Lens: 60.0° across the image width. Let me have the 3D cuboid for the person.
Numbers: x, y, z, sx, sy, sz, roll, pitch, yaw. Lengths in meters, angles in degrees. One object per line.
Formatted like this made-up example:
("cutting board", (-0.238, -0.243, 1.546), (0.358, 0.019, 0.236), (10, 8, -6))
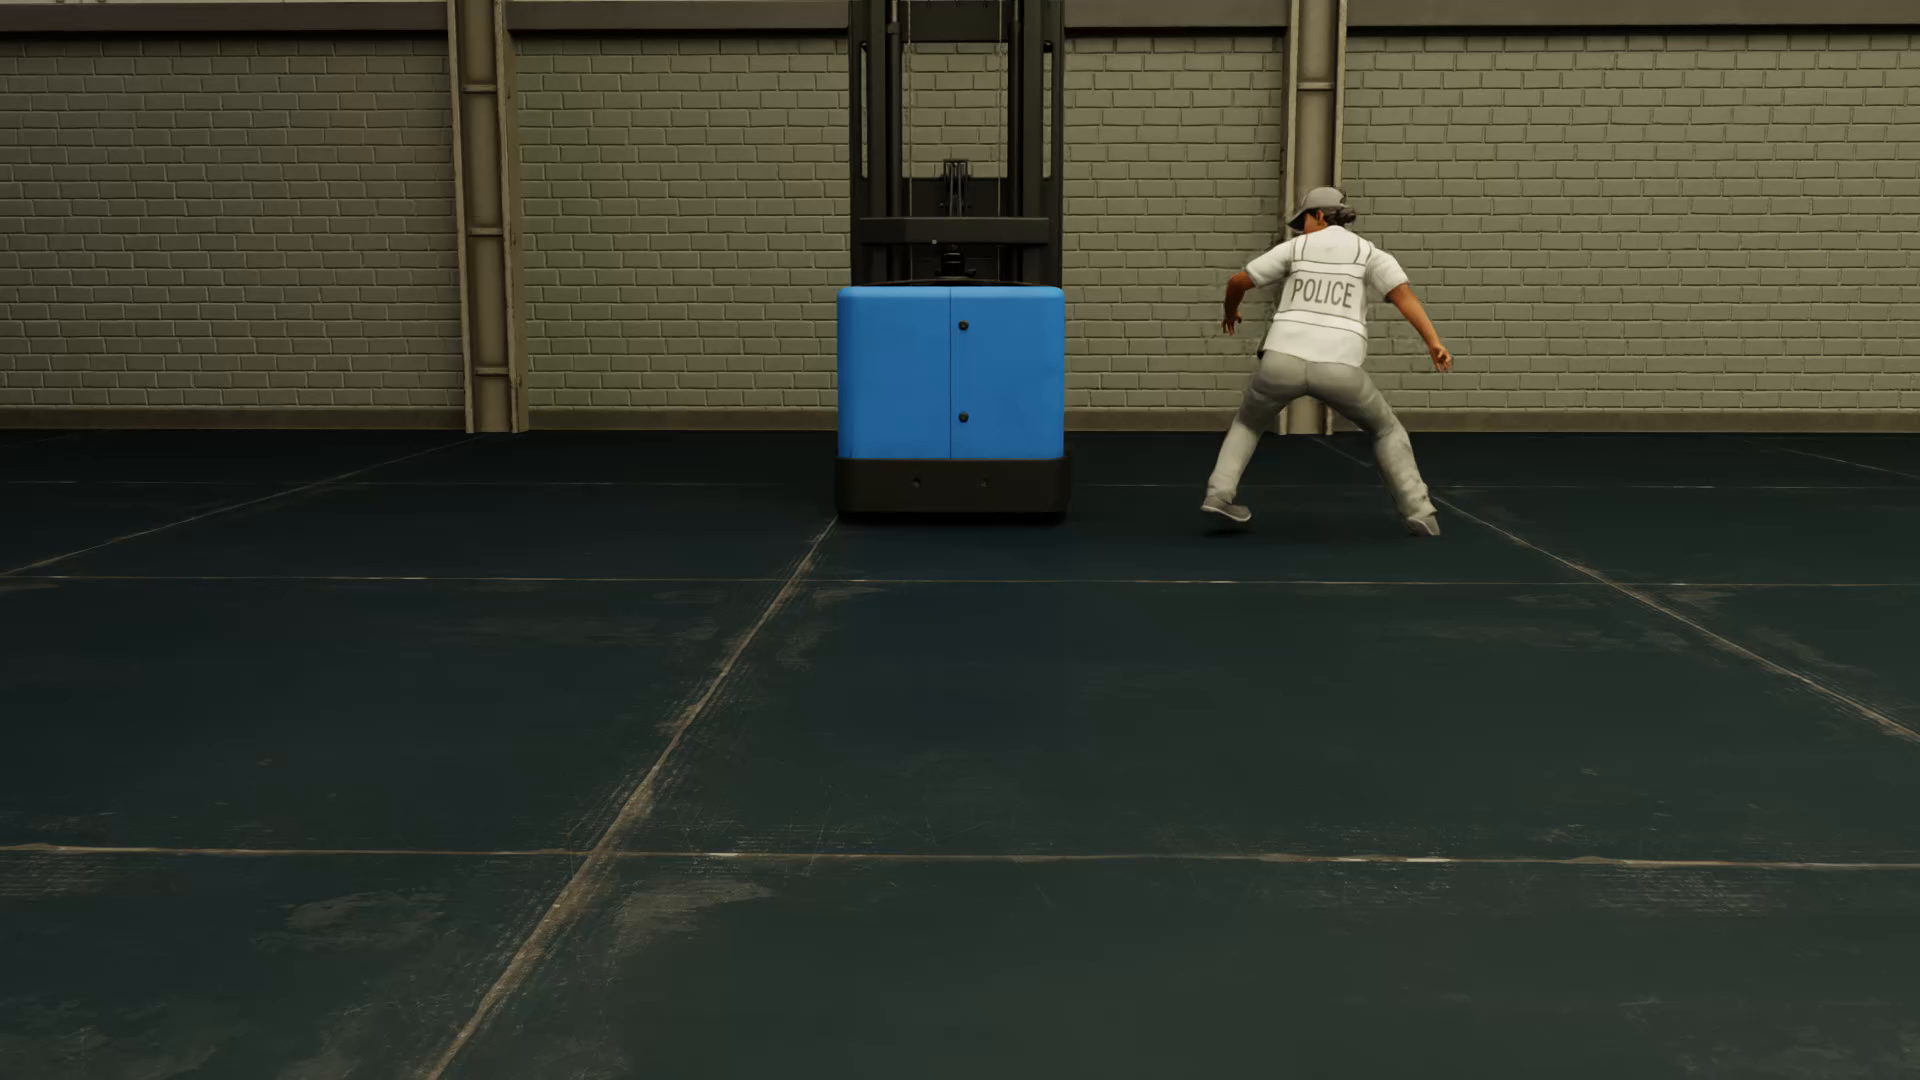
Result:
("person", (1.608, -0.710, 7.206), (1.035, 1.623, 0.538), (3, 9, 19))

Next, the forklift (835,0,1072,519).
("forklift", (-0.013, -1.730, 8.746), (1.130, 2.935, 3.031), (0, 9, 1))
